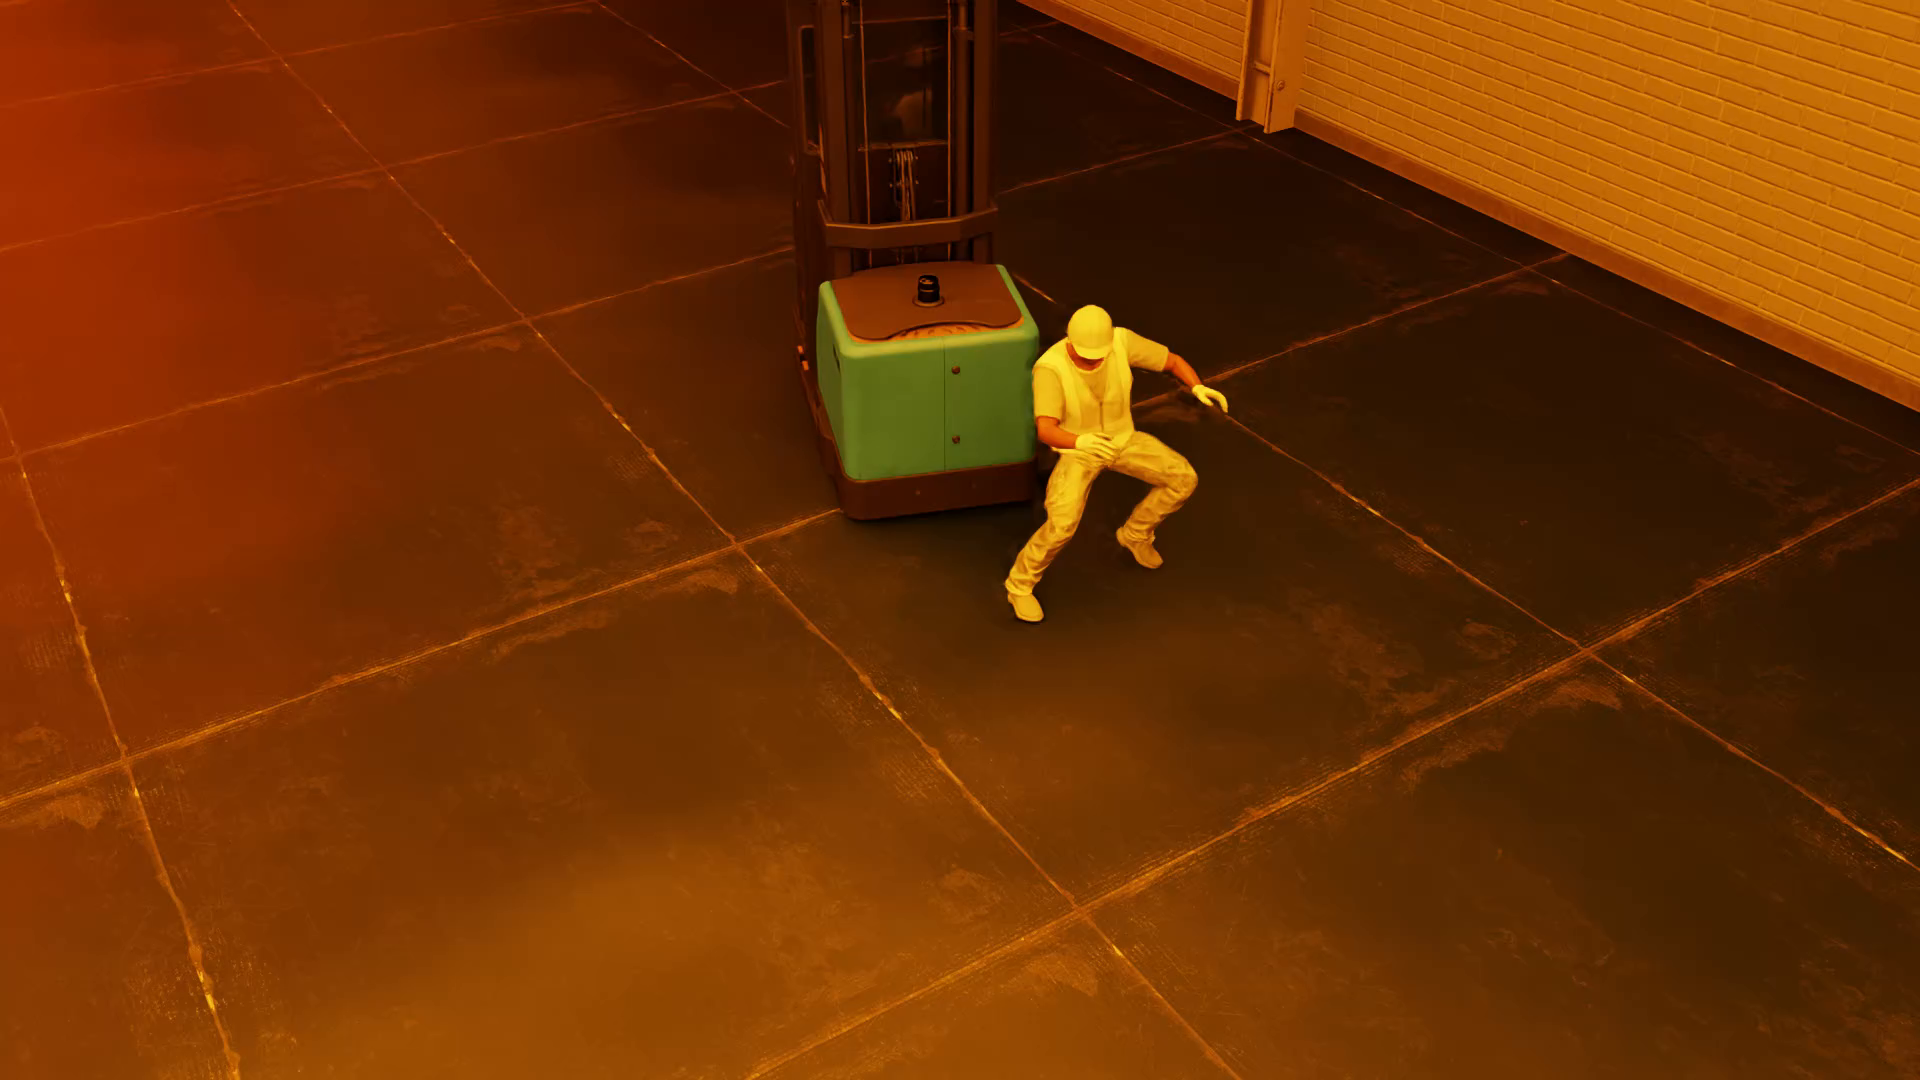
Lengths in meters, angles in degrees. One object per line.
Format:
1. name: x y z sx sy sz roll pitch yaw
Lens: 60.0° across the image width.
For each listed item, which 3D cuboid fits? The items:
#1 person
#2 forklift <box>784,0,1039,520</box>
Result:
1. person: 0.703 -0.404 7.948 1.011 1.527 0.795 -11 37 -16
2. forklift: -0.402 -2.148 9.205 1.130 2.935 3.031 -7 36 -10
